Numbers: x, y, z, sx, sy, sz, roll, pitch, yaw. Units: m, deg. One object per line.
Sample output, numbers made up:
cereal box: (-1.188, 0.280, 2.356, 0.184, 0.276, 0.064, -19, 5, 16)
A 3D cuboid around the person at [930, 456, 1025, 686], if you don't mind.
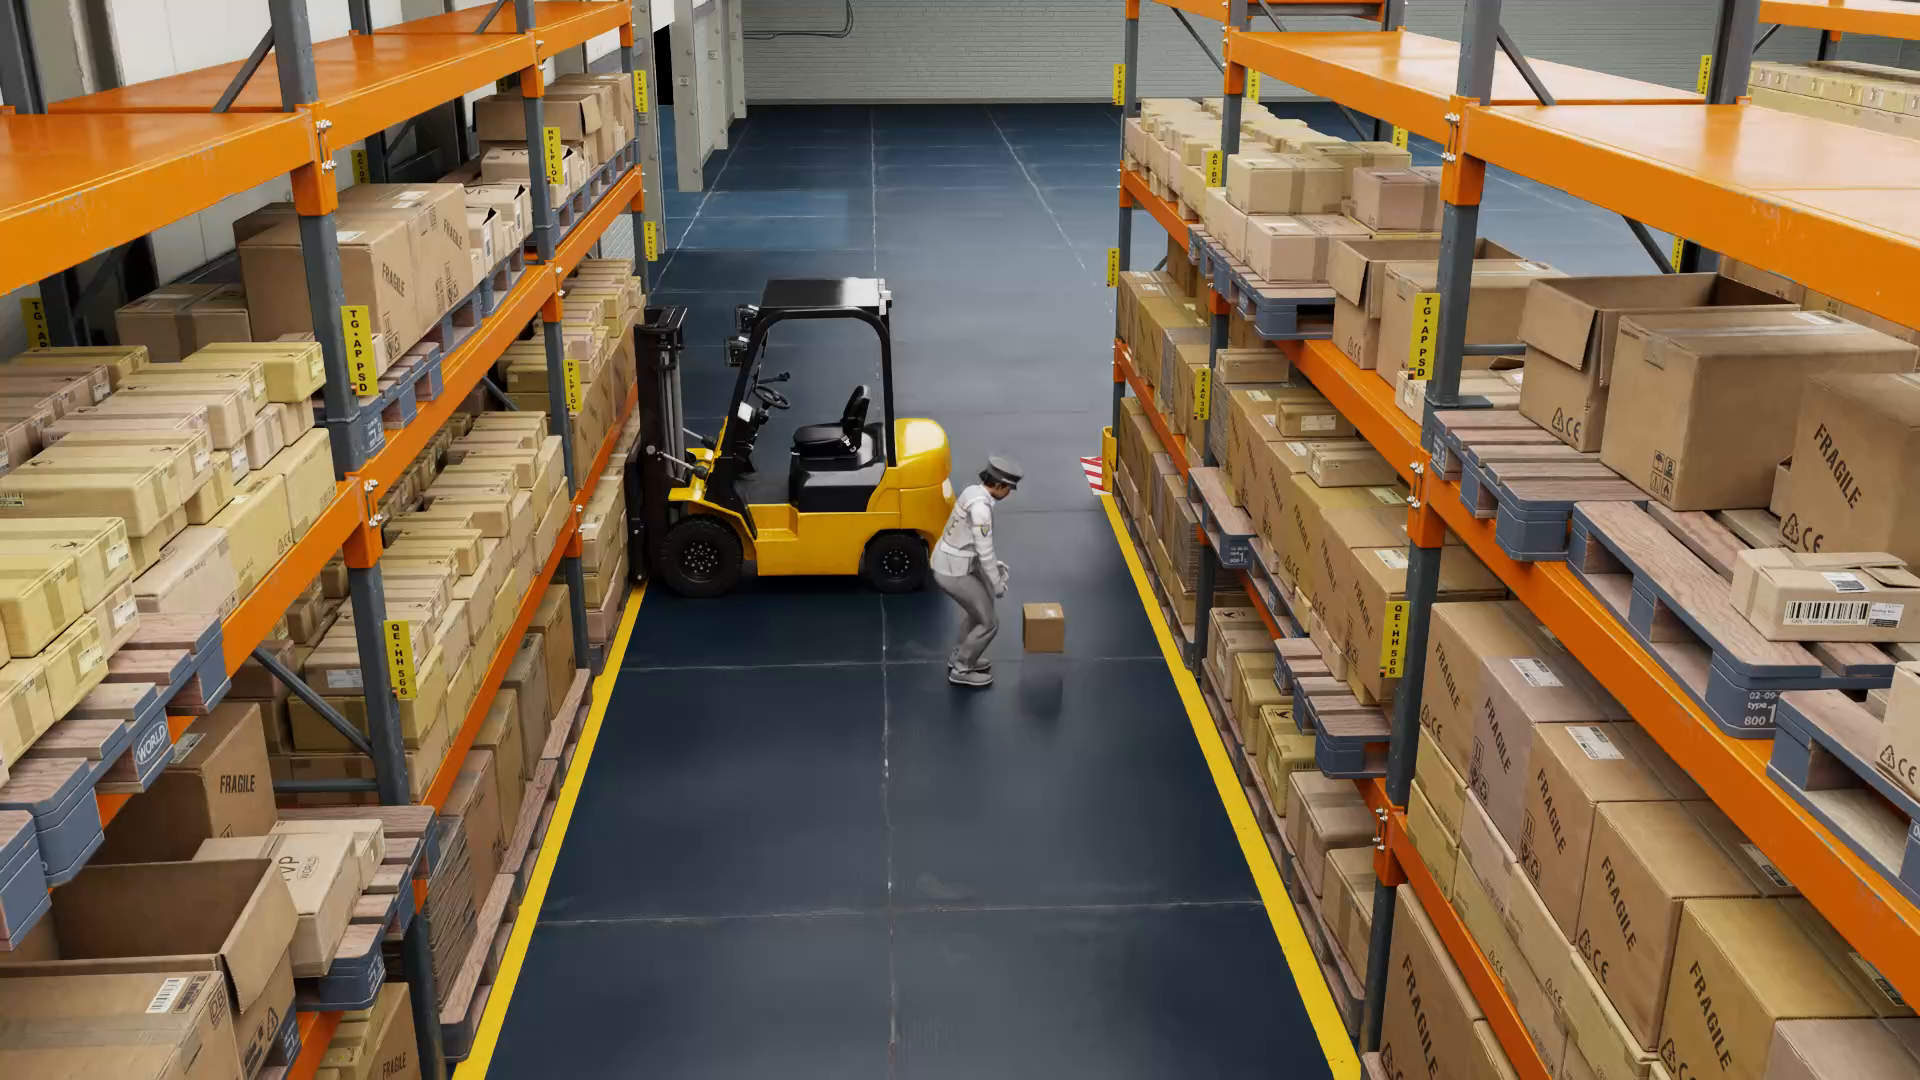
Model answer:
person: (0.113, 0.188, 10.825, 0.607, 1.501, 0.529, -1, 21, -2)
